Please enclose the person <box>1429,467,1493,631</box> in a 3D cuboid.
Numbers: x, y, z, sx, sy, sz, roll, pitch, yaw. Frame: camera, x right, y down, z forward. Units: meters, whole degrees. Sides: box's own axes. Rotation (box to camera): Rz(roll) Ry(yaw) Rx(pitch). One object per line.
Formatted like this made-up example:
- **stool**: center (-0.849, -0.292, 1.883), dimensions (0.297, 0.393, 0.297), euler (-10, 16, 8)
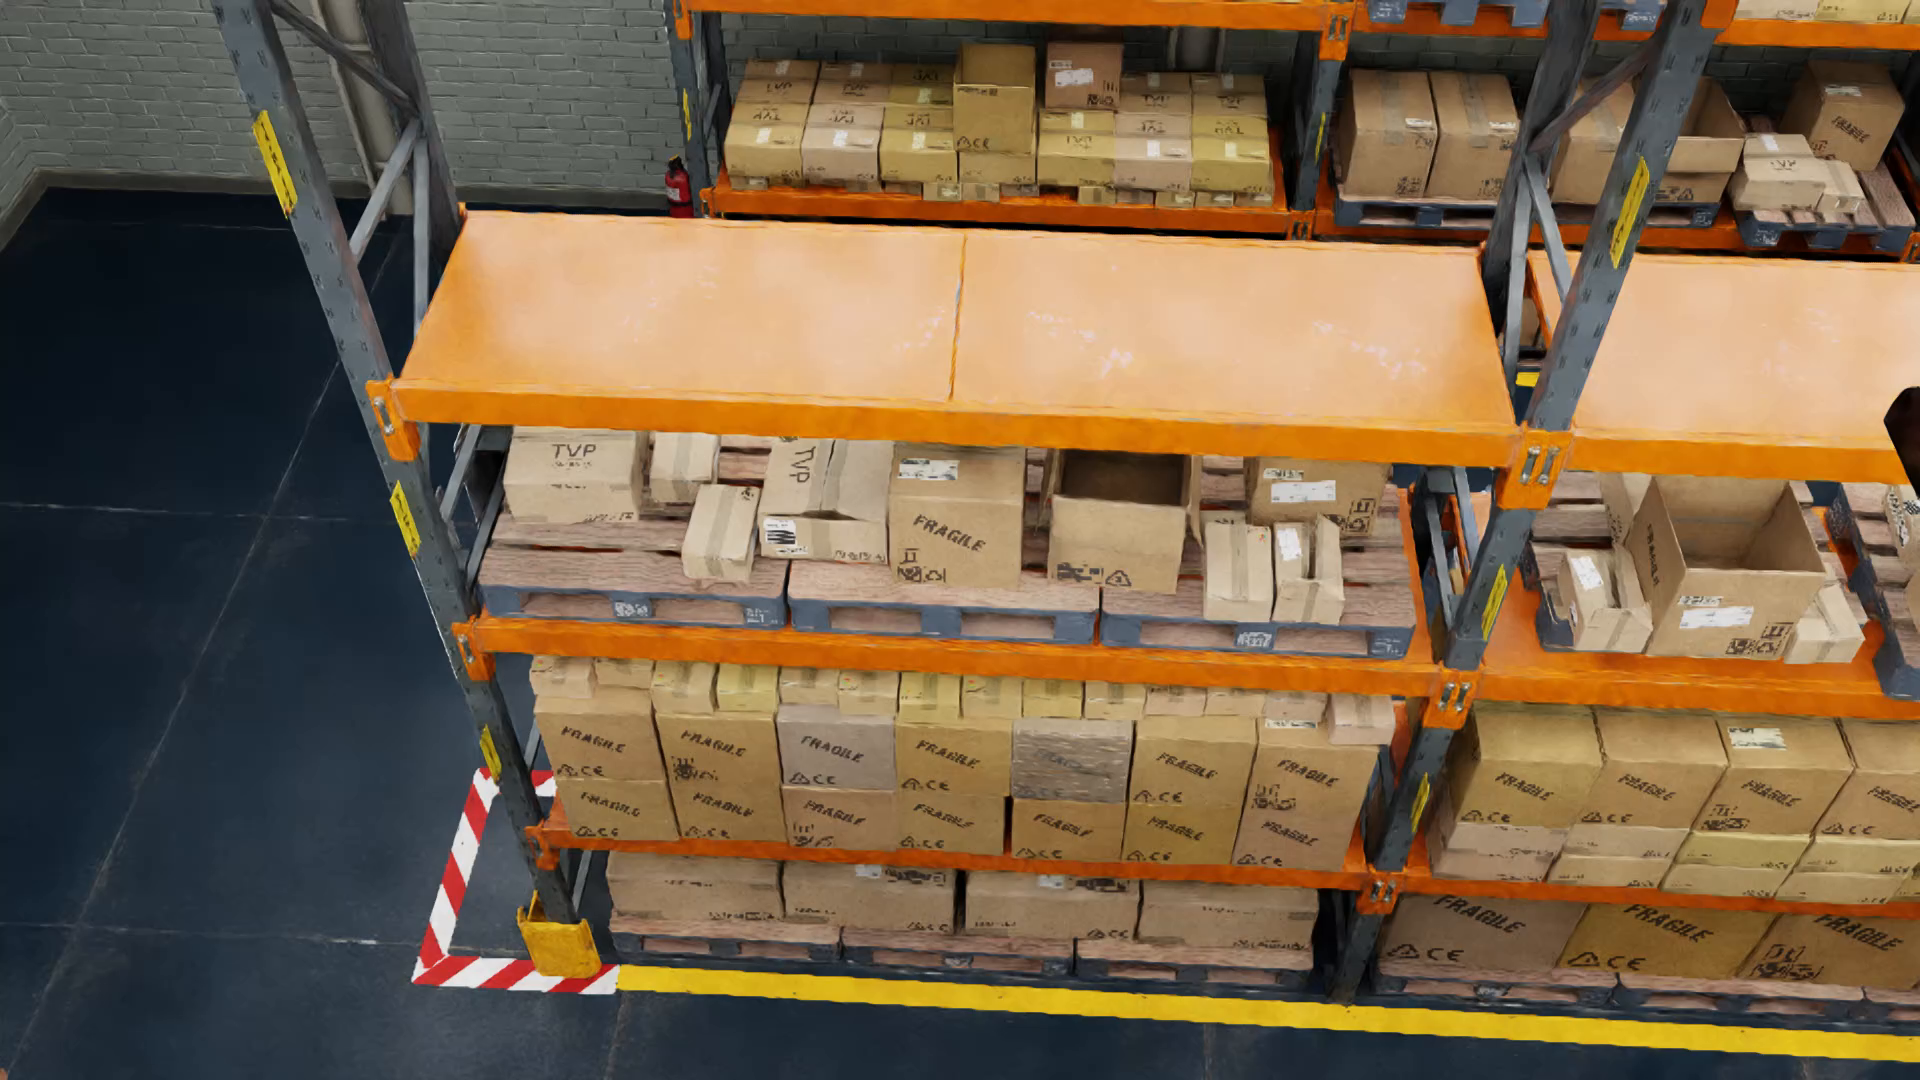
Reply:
- **person**: center (2.946, 0.214, 9.410), dimensions (0.574, 1.664, 0.551), euler (27, 53, 22)
